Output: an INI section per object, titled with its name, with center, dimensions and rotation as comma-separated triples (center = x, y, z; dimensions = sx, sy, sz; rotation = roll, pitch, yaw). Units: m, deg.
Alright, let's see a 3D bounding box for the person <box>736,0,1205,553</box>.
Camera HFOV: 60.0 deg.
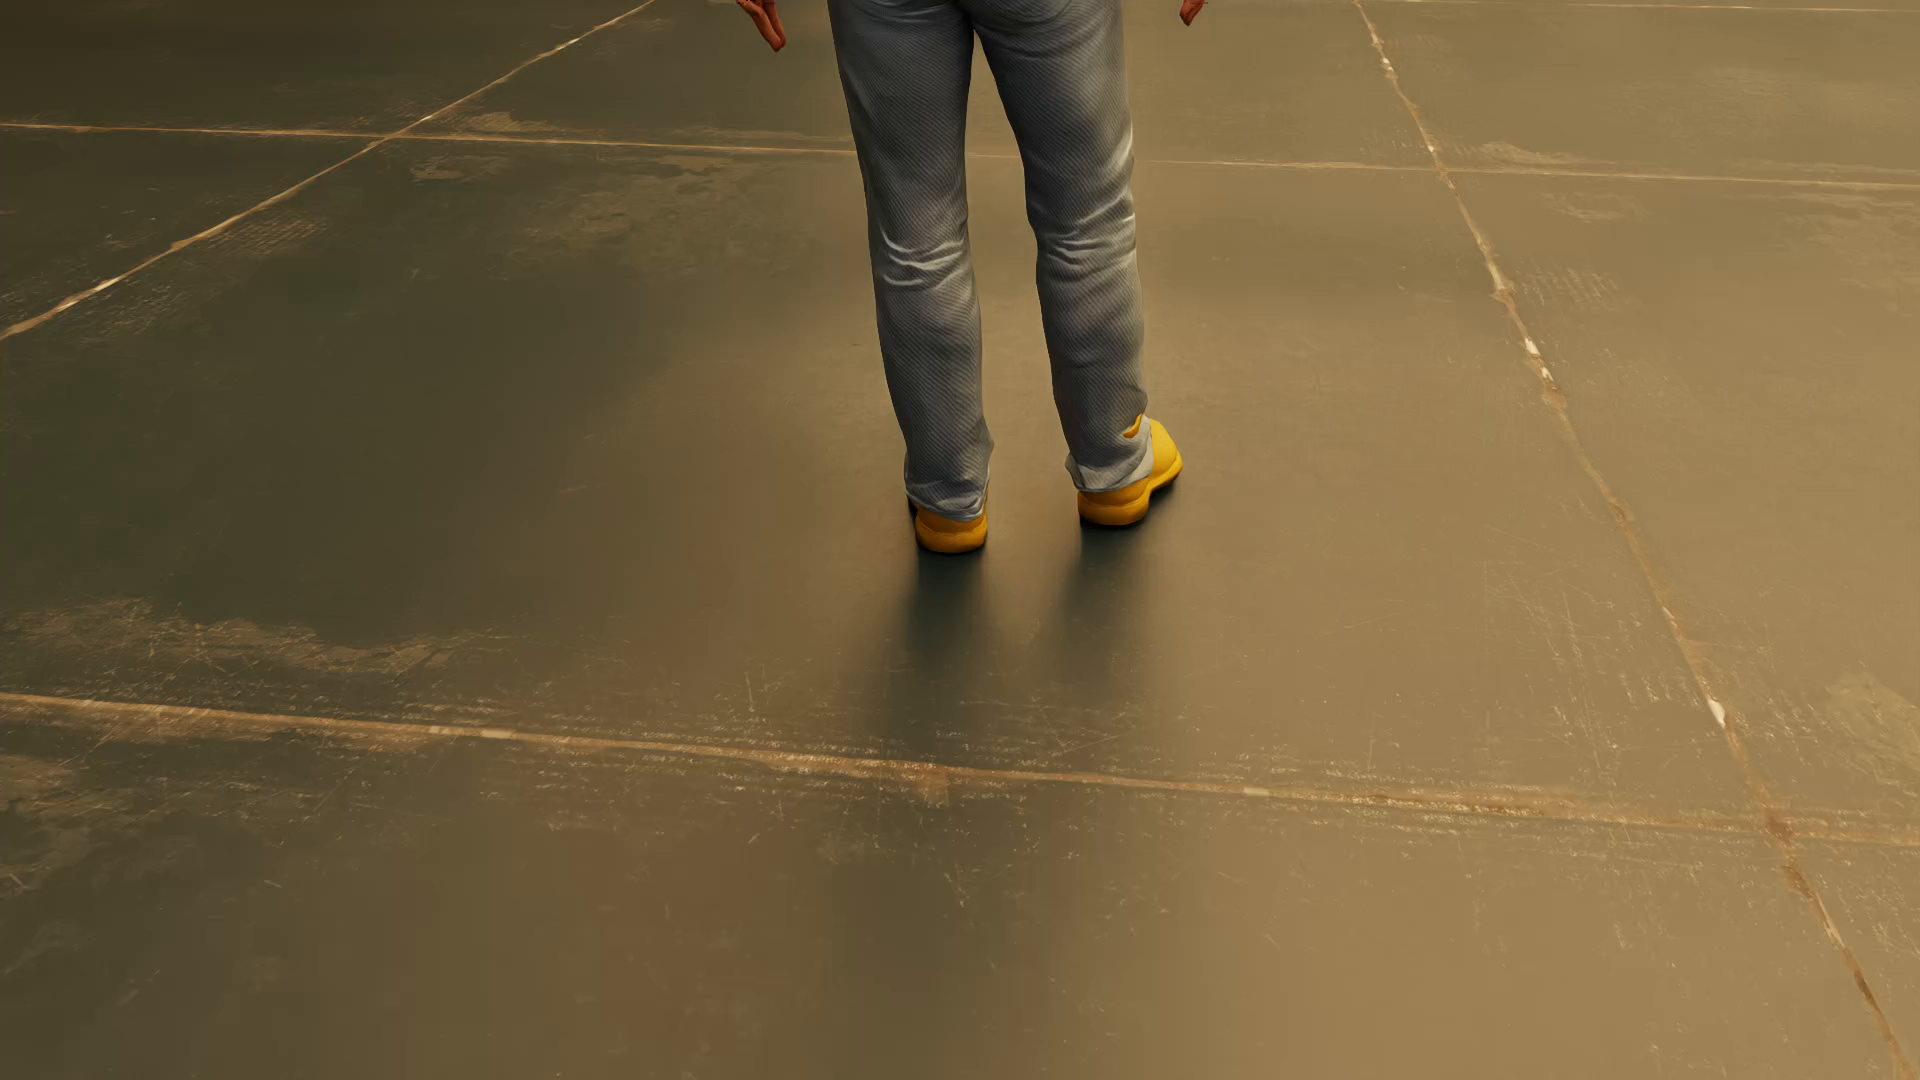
[person]
center = 0.014, -0.827, 2.165
dimensions = 0.666, 1.766, 0.575
rotation = 3, 27, 7
